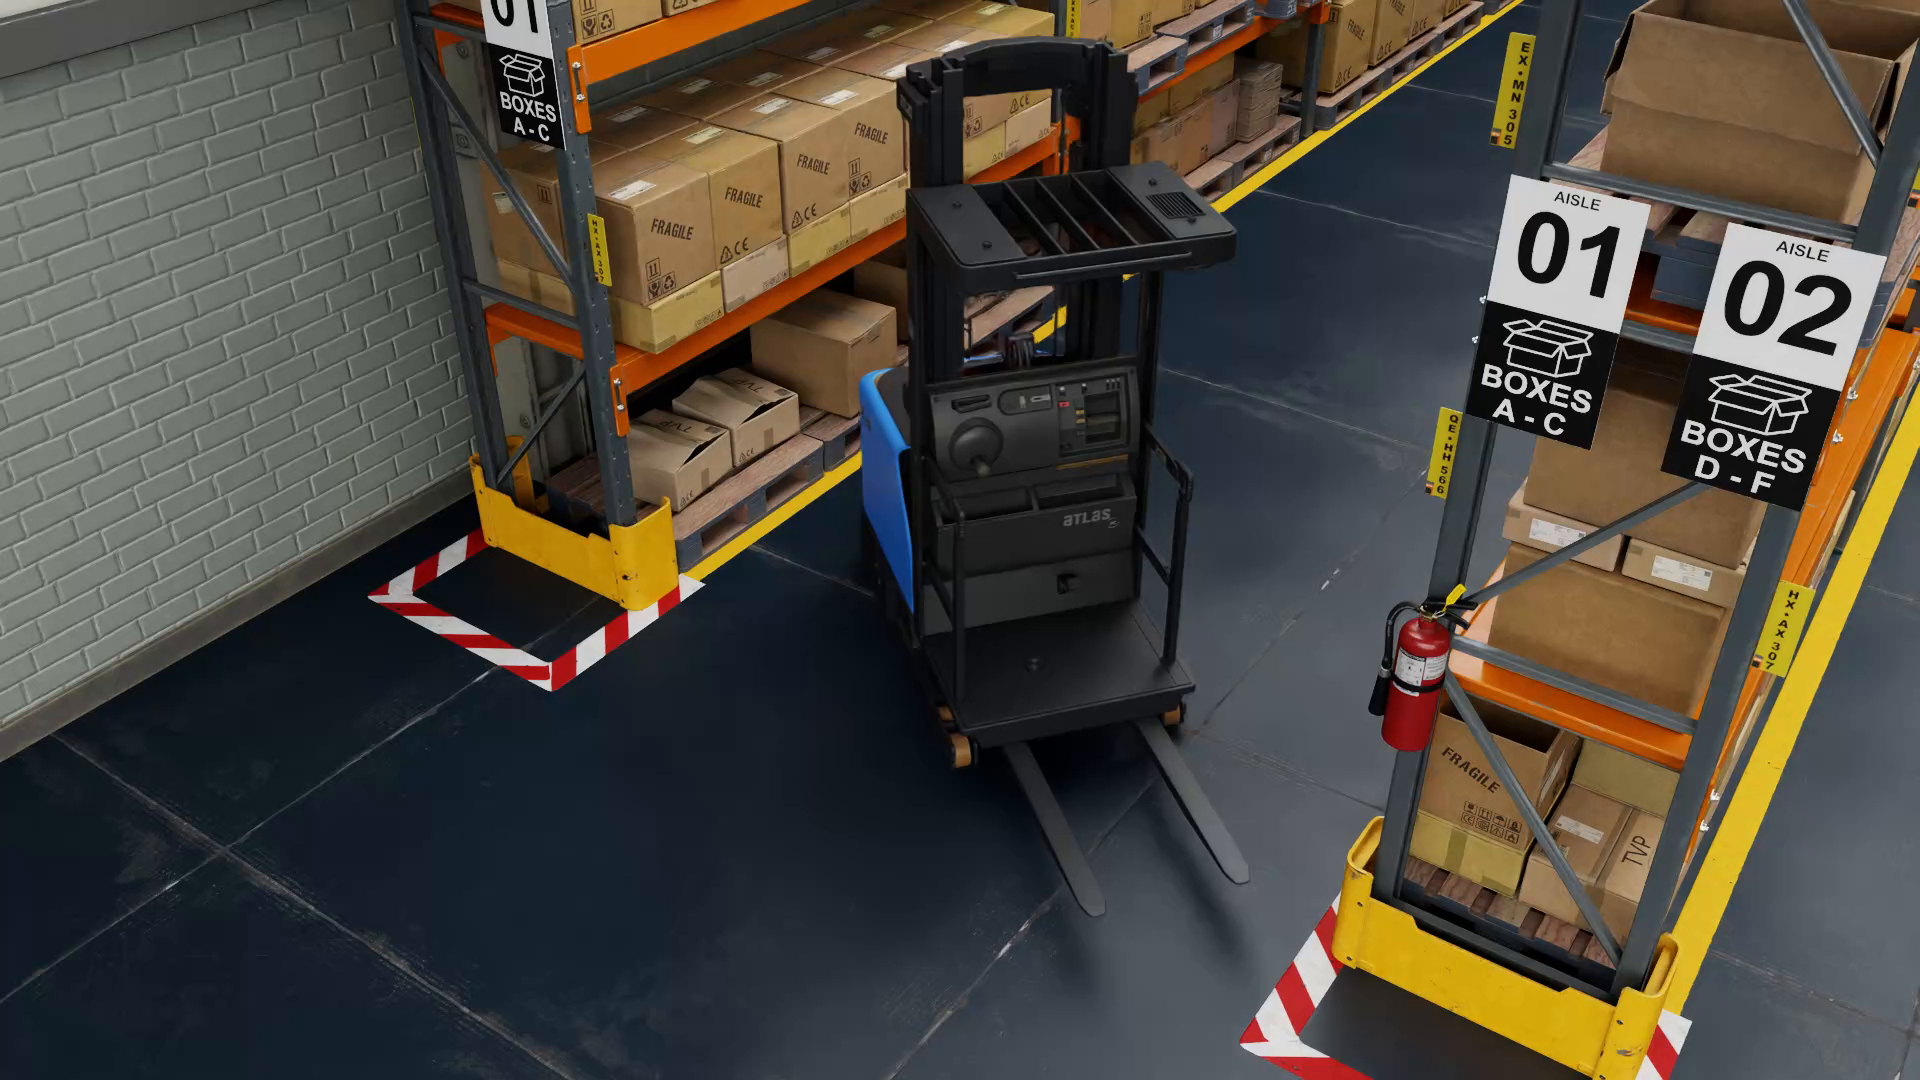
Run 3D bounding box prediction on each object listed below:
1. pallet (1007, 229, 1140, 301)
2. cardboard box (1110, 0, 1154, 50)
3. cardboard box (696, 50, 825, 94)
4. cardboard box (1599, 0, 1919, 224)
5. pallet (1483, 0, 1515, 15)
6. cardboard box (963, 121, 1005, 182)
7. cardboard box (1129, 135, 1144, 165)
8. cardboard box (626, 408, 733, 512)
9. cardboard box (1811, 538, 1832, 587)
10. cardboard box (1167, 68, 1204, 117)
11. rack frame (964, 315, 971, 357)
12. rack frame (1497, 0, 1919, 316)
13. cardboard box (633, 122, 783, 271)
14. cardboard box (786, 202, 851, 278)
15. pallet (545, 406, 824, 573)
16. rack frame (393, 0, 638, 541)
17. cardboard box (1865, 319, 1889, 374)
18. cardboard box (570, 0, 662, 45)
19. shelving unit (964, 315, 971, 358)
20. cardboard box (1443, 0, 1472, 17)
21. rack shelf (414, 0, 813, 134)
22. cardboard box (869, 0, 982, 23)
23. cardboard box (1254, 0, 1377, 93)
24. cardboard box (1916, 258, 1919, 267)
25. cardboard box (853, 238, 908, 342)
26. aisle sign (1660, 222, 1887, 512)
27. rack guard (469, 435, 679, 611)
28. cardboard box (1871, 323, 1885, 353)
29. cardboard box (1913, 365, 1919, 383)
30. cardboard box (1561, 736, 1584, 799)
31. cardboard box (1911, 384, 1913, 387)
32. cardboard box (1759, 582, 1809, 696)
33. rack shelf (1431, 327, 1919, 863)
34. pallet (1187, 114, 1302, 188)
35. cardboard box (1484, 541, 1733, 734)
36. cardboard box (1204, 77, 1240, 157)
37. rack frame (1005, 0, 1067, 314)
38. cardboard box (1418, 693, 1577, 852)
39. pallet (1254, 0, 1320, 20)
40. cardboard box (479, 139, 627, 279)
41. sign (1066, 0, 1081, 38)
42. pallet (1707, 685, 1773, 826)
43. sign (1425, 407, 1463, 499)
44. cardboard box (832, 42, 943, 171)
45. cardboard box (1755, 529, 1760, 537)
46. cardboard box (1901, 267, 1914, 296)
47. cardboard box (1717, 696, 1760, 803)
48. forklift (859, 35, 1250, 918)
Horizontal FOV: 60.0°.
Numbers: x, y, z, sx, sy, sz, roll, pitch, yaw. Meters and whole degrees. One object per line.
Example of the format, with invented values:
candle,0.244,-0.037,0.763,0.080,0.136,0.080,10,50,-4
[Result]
pallet,0.677,-2.145,11.909,1.003,0.211,1.213,21,39,28
cardboard box,0.877,-3.643,11.153,0.700,0.500,0.500,26,42,33
cardboard box,-1.079,-2.341,9.157,0.500,0.500,0.500,22,40,29
cardboard box,2.356,-1.300,4.901,0.797,0.503,0.637,24,41,31
pallet,5.293,-5.793,17.303,1.003,0.211,1.213,21,39,28
cardboard box,-0.078,-2.346,9.833,0.500,0.250,0.500,21,40,28
cardboard box,0.893,-2.686,12.058,0.700,0.500,0.500,20,39,27
cardboard box,-1.578,-0.458,8.933,0.500,0.311,0.500,17,37,23
cardboard box,3.927,0.115,8.158,0.500,0.250,0.500,21,39,28
cardboard box,1.481,-3.411,12.461,0.500,0.250,0.500,21,39,28
rack frame,-0.046,-0.678,8.857,0.240,1.200,0.006,19,38,26
rack frame,2.025,-2.005,3.857,1.000,3.000,0.127,21,39,28
cardboard box,-1.238,-1.705,8.216,0.500,0.500,0.500,21,40,28
cardboard box,-0.928,-1.646,8.797,0.500,0.250,0.500,21,39,27
pallet,-1.511,-0.343,9.244,1.003,0.211,1.213,21,39,28
rack frame,-2.047,-1.100,7.875,1.000,3.000,0.127,21,39,28
cardboard box,4.058,-1.196,7.927,0.700,0.500,0.500,20,39,27
cardboard box,-1.651,-2.467,7.111,0.500,0.500,0.500,22,40,29
shelving unit,-0.094,-0.635,8.793,0.258,1.200,0.189,19,38,26
cardboard box,4.531,-5.566,16.022,0.750,0.750,0.750,22,40,29
rack shelf,-0.907,-2.965,8.597,1.077,0.370,4.000,21,39,28
cardboard box,-0.206,-3.048,10.202,0.500,0.500,0.500,20,39,27
cardboard box,3.042,-4.362,14.242,0.750,0.750,0.750,21,39,28
cardboard box,4.979,-1.599,8.837,0.380,0.149,0.250,21,39,28
cardboard box,-0.325,-1.597,10.449,0.500,0.500,0.500,18,38,25
aisle sign,2.239,-0.469,4.620,0.394,0.787,0.004,21,39,28
rack guard,-2.004,-0.100,8.627,1.175,0.500,0.348,21,39,28
cardboard box,3.601,-0.893,6.901,0.380,0.149,0.250,22,40,29
cardboard box,5.330,-1.206,9.610,0.500,0.311,0.500,20,39,27
cardboard box,2.363,0.870,7.041,0.500,0.250,0.500,21,39,28
cardboard box,5.325,-0.976,9.771,0.500,0.250,0.500,20,39,27
cardboard box,3.371,0.269,7.260,0.500,0.500,0.500,21,39,28
rack shelf,3.165,-0.142,7.100,1.077,0.370,4.000,21,39,28
pallet,2.068,-3.268,13.569,1.003,0.211,1.213,21,39,28
cardboard box,2.301,0.228,5.821,0.700,0.500,0.500,21,39,28
cardboard box,1.758,-3.381,13.086,0.700,0.500,0.500,21,39,28
rack frame,0.234,-2.941,10.597,1.000,3.000,0.127,21,39,28
cardboard box,2.086,0.793,6.486,0.500,0.500,0.500,21,39,28
pallet,2.196,-4.340,12.838,1.213,0.211,1.003,21,39,28
cardboard box,-1.953,-1.642,8.122,0.500,0.500,0.500,21,39,28
sign,0.684,-3.130,10.103,0.100,0.325,0.005,21,39,28
pallet,3.123,0.711,7.686,1.003,0.211,1.213,21,39,28
sign,1.587,-0.277,5.413,0.100,0.325,0.005,21,39,28
cardboard box,-0.358,-2.422,9.276,0.500,0.500,0.500,20,39,27
cardboard box,2.574,-0.064,5.674,0.380,0.149,0.250,20,39,27
cardboard box,4.037,-1.243,7.417,0.380,0.149,0.250,20,39,27
cardboard box,3.081,0.808,7.132,0.500,0.250,0.500,21,39,28
forklift,0.392,-0.446,6.969,1.130,2.935,3.031,-9,35,-14
